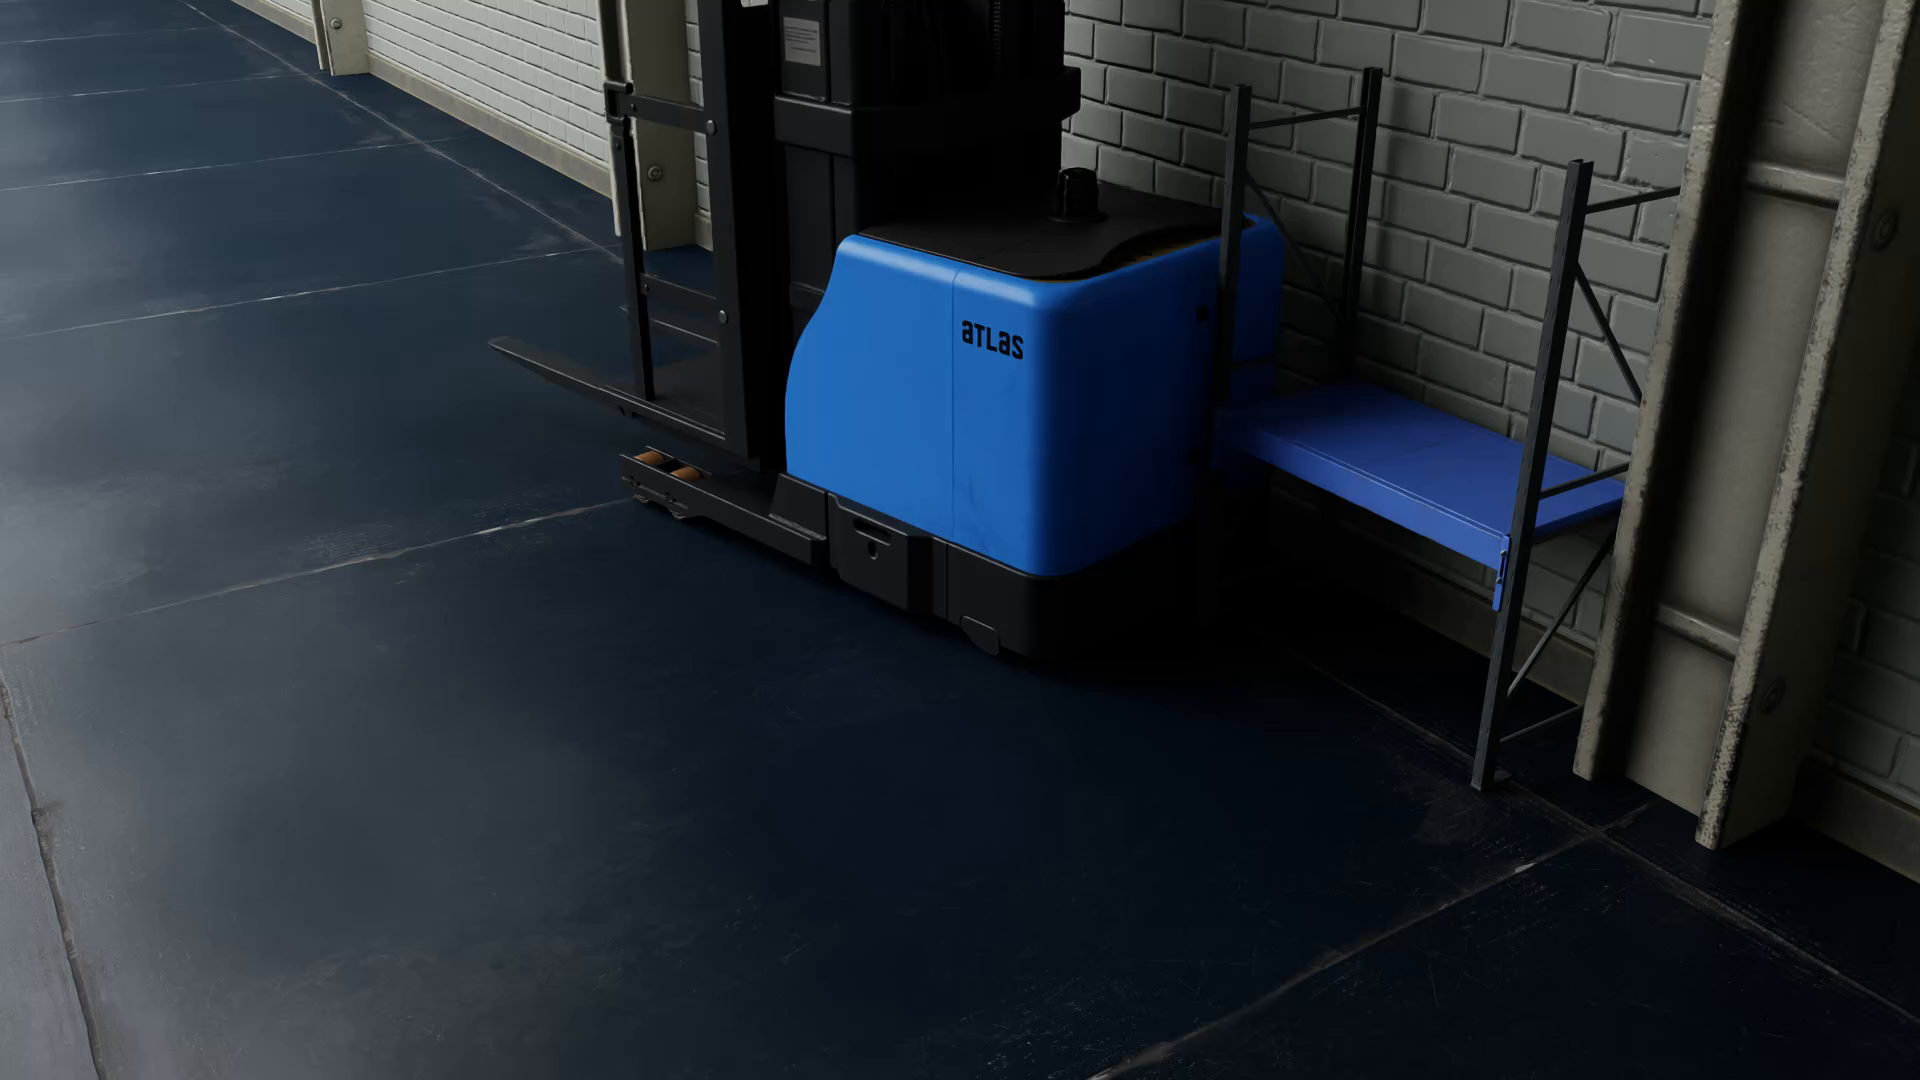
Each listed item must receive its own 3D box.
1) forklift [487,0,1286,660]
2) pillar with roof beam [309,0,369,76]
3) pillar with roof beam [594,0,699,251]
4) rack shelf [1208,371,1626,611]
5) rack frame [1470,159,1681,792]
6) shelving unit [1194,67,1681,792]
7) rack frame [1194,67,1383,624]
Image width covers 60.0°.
[{"bbox_3d":[-0.484,-1.534,5.065,3.031,2.935,1.130,22,33,39],"label":"forklift"},{"bbox_3d":[-8.430,-6.760,9.029,9.100,9.000,0.400,-16,29,-30],"label":"pillar with roof beam"},{"bbox_3d":[-5.155,-4.614,4.483,9.100,9.000,0.400,-16,29,-30],"label":"pillar with roof beam"},{"bbox_3d":[1.167,-0.158,4.250,0.538,0.185,1.000,-16,29,-30],"label":"rack shelf"},{"bbox_3d":[1.445,-0.139,3.788,0.500,1.500,0.032,-16,29,-30],"label":"rack frame"},{"bbox_3d":[1.167,-0.321,4.173,0.538,1.500,1.048,-16,29,-30],"label":"shelving unit"},{"bbox_3d":[0.890,-0.503,4.559,0.500,1.500,0.032,-16,29,-30],"label":"rack frame"}]
